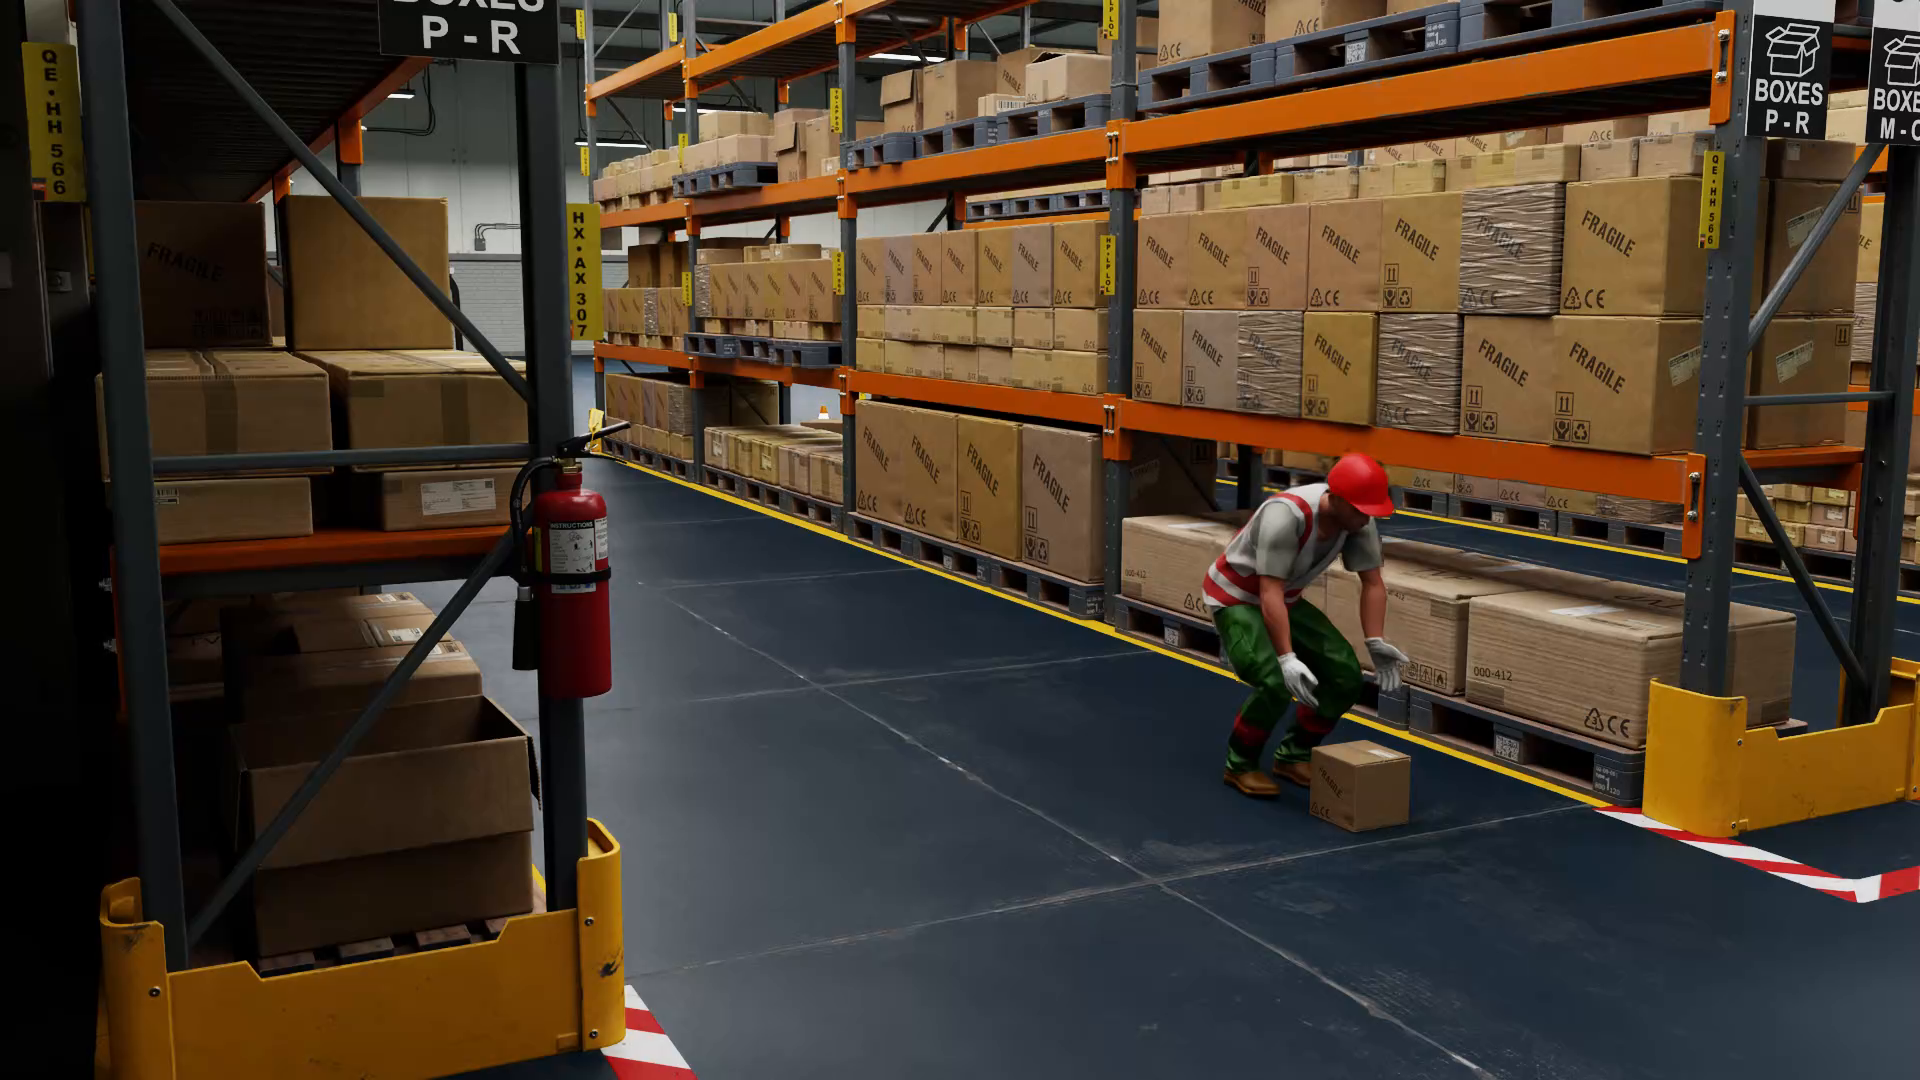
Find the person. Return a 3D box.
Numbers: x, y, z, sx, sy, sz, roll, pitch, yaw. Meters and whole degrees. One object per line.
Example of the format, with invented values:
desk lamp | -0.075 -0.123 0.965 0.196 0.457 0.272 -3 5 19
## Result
person | 1.299 0.306 6.292 0.584 1.321 0.808 -4 10 -28
